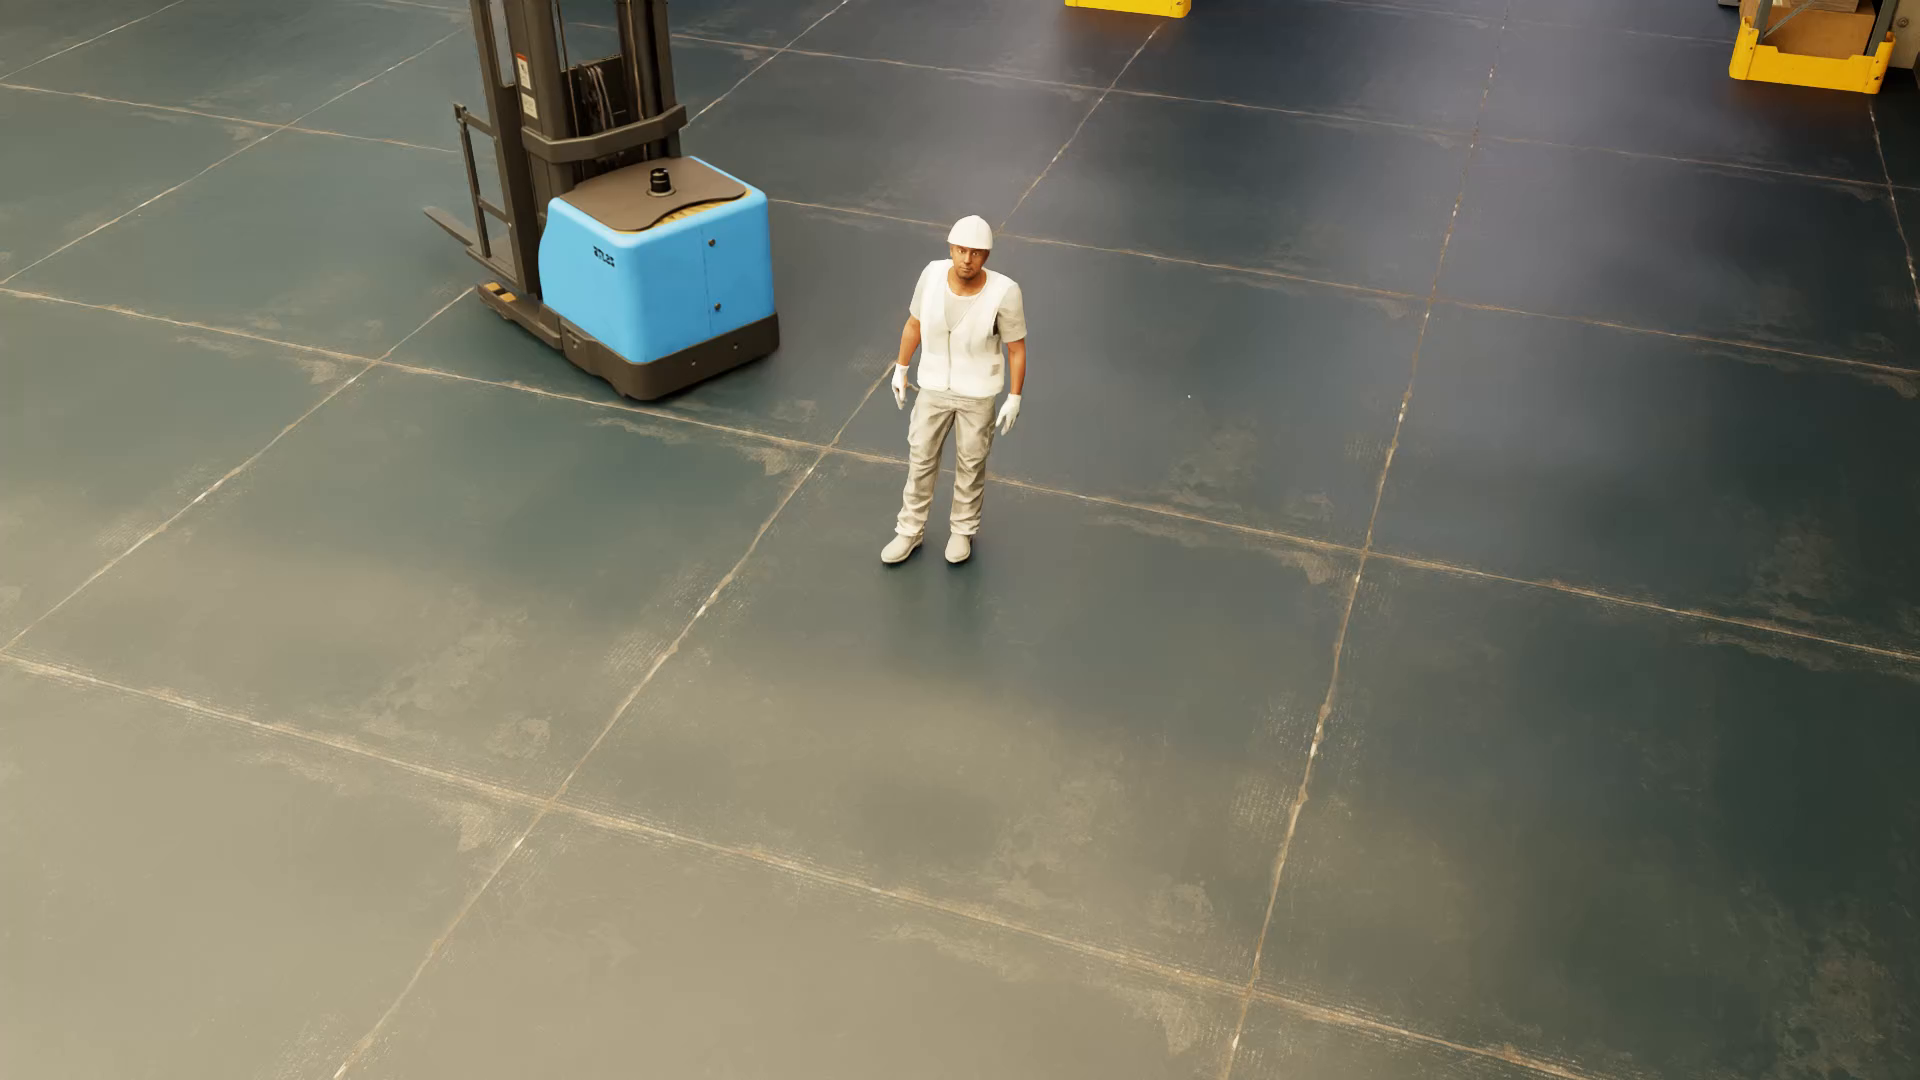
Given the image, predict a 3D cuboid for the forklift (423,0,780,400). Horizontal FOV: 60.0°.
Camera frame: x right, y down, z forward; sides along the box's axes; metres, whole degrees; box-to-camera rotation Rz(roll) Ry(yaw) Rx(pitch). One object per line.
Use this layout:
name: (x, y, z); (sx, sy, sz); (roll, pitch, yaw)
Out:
forklift: (2.352, -9.202, 19.090); (23.089, 2.935, 13.213); (-27, 44, -33)

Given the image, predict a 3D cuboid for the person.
person: (-0.034, -0.690, 8.065); (0.656, 1.784, 0.557); (12, 37, 16)
